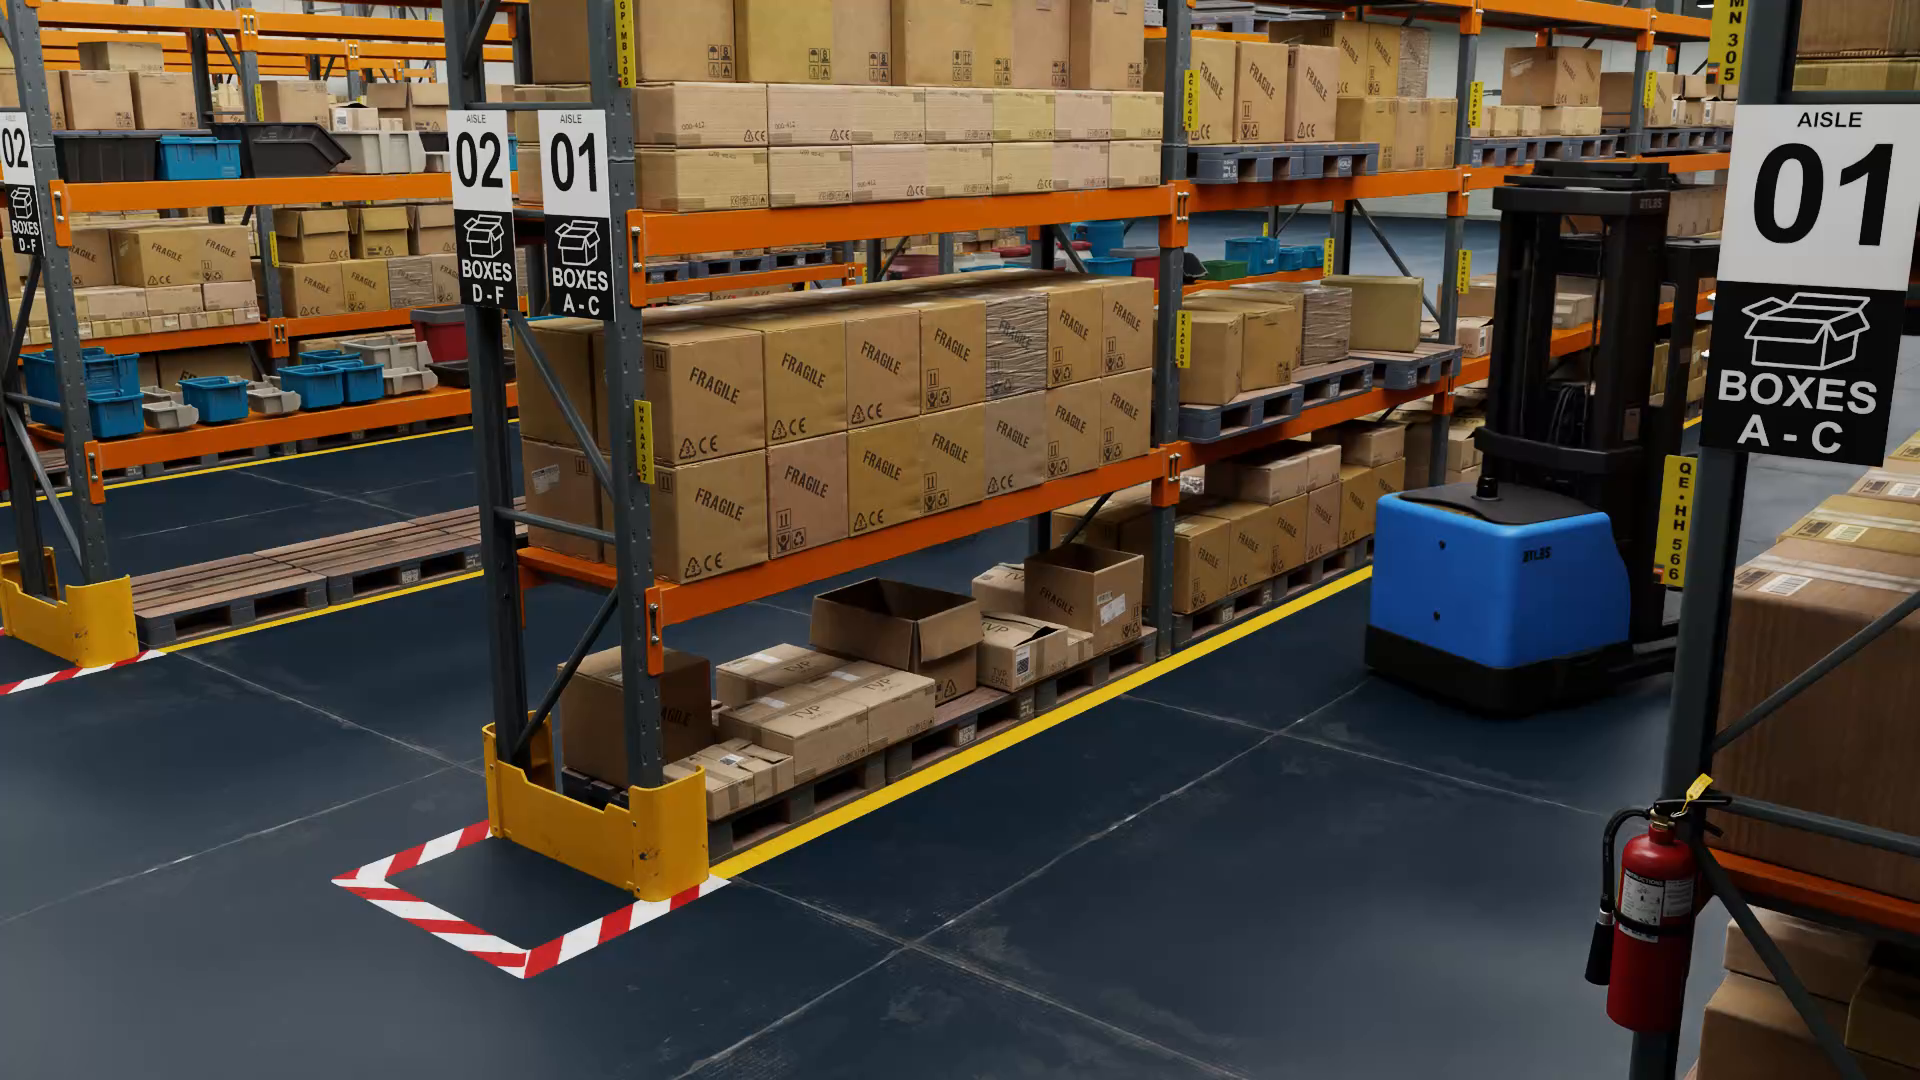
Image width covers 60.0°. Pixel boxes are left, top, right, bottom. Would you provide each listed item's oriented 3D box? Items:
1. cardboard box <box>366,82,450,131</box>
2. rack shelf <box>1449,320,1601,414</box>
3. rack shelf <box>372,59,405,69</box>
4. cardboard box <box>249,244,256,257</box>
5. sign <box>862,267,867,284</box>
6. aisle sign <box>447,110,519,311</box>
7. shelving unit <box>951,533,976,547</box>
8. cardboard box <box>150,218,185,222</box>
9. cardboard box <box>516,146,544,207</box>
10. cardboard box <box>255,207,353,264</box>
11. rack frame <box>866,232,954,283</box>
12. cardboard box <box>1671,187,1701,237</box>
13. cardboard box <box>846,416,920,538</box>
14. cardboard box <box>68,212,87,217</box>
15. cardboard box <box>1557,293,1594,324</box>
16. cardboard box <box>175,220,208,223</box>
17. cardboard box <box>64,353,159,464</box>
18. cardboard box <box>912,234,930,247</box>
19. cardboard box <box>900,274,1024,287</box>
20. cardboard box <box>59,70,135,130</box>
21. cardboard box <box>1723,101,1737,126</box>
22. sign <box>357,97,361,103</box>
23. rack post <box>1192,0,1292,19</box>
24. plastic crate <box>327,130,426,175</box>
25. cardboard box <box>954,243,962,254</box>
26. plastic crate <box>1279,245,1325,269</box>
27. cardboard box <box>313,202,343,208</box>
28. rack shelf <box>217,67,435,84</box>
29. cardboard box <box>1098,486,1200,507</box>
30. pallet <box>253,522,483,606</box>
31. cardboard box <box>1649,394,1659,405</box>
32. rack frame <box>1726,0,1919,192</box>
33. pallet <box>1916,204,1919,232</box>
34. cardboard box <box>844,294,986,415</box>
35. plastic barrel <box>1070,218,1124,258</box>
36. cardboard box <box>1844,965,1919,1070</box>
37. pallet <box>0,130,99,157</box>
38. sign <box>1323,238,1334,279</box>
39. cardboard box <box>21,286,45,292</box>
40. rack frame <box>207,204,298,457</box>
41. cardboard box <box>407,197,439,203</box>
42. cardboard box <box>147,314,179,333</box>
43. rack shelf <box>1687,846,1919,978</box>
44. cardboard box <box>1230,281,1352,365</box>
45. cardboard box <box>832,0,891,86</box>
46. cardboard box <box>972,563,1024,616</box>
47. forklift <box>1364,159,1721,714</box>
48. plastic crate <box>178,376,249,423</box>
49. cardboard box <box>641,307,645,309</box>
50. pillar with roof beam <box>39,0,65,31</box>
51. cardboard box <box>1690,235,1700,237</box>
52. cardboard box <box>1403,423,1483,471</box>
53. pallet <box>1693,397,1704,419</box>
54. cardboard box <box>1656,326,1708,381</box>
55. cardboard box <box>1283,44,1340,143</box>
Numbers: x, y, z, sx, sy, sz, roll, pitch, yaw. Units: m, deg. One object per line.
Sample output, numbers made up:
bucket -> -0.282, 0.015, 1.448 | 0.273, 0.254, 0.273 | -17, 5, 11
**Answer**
cardboard box -> -5.604, -4.427, 17.037 | 0.797, 0.503, 0.637 | 11, 18, 37
rack shelf -> 4.623, -1.614, 14.583 | 1.077, 0.370, 4.000 | 11, 18, 38
rack shelf -> -8.274, -8.354, 28.934 | 1.077, 0.370, 4.000 | 11, 18, 38
cardboard box -> -8.894, -3.572, 20.485 | 0.380, 0.149, 0.250 | 12, 19, 39
sign -> -0.917, -2.510, 16.316 | 0.100, 0.325, 0.005 | 11, 18, 38
aisle sign -> -1.943, -1.342, 6.771 | 0.394, 0.787, 0.004 | 11, 18, 38
shelving unit -> -0.034, -0.499, 12.690 | 0.215, 1.050, 0.252 | 11, 18, 38
cardboard box -> -9.725, -3.861, 20.415 | 0.380, 0.149, 0.250 | 10, 18, 35
cardboard box -> -1.544, -1.568, 7.153 | 0.500, 0.250, 0.500 | 11, 18, 38
cardboard box -> -6.456, -3.006, 16.359 | 0.797, 0.503, 0.637 | 11, 18, 36
rack frame -> -0.485, -2.347, 16.007 | 1.000, 3.000, 0.127 | 11, 18, 38
cardboard box -> 7.415, -3.493, 17.681 | 0.700, 0.500, 0.500 | 11, 18, 38
cardboard box -> -0.540, -0.336, 7.886 | 0.500, 0.500, 0.500 | 11, 18, 37
cardboard box -> -12.800, -4.847, 23.614 | 0.500, 0.500, 0.500 | 11, 18, 38
cardboard box -> 5.604, -2.172, 15.623 | 0.500, 0.250, 0.500 | 13, 19, 41
cardboard box -> -9.228, -3.757, 20.004 | 0.380, 0.149, 0.250 | 12, 19, 40
cardboard box -> -7.894, -1.235, 15.091 | 0.875, 0.875, 0.875 | 11, 18, 38
cardboard box -> -0.915, -4.351, 23.086 | 0.875, 0.500, 0.500 | 11, 18, 38
cardboard box -> 0.013, -1.201, 9.263 | 0.500, 0.500, 0.500 | 11, 18, 36
cardboard box -> -7.638, -3.840, 14.533 | 0.700, 0.500, 0.500 | 12, 19, 40
cardboard box -> 7.875, -4.503, 17.569 | 0.500, 0.250, 0.500 | 11, 18, 38
sign -> -7.711, -5.521, 21.356 | 0.100, 0.325, 0.005 | 11, 18, 38
rack post -> 3.350, -6.374, 19.828 | 0.937, 0.300, 0.954 | 11, 18, 37
plastic crate -> -9.047, -4.520, 20.739 | 20.812, 1.282, 9.301 | 11, 18, 38
cardboard box -> -0.189, -4.134, 23.550 | 0.380, 0.149, 0.250 | 11, 18, 38
plastic crate -> 4.462, -3.665, 21.496 | 0.499, 0.251, 0.616 | 11, 18, 38
cardboard box -> -10.283, -5.492, 26.727 | 0.500, 0.500, 0.500 | 12, 19, 39
rack shelf -> -12.137, -8.929, 32.004 | 1.077, 0.370, 4.000 | 11, 18, 38
cardboard box -> 1.256, -0.048, 11.139 | 0.500, 0.500, 0.500 | 11, 18, 38
pallet -> -4.197, 0.152, 11.833 | 1.003, 0.211, 1.213 | 11, 18, 38
cardboard box -> 6.725, -1.354, 16.827 | 0.500, 0.250, 0.500 | 11, 18, 38
rack frame -> 2.193, -2.190, 3.202 | 1.000, 3.000, 0.127 | 11, 18, 38
pallet -> 2.651, -0.837, 4.148 | 1.003, 0.211, 1.213 | 11, 18, 38
cardboard box -> -0.219, -0.919, 8.150 | 0.500, 0.500, 0.500 | 11, 18, 37
plastic barrel -> 1.551, -3.329, 18.854 | 0.600, 0.901, 0.708 | 11, 18, 38
cardboard box -> 2.632, 1.317, 4.490 | 0.380, 0.149, 0.250 | 11, 18, 38
pallet -> -8.141, -3.371, 14.124 | 1.003, 0.211, 1.213 | 11, 18, 38
sign -> 2.932, -2.226, 13.179 | 0.100, 0.325, 0.005 | 11, 18, 38
cardboard box -> -8.304, -2.082, 14.663 | 0.500, 0.250, 0.500 | 11, 18, 38
rack frame -> -6.851, -2.348, 16.008 | 1.000, 3.000, 0.127 | 11, 18, 38
cardboard box -> -7.525, -4.615, 22.700 | 0.700, 0.500, 0.500 | 11, 18, 37
cardboard box -> -7.273, -1.969, 15.028 | 0.380, 0.149, 0.250 | 12, 18, 39
rack shelf -> 3.450, 0.684, 5.537 | 1.077, 0.370, 4.000 | 11, 18, 38
cardboard box -> 2.334, -1.548, 11.806 | 0.500, 0.500, 0.700 | -12, 18, -39
cardboard box -> -0.741, -2.331, 7.616 | 0.700, 0.500, 0.500 | 11, 18, 38
cardboard box -> 0.420, 0.323, 10.063 | 0.500, 0.311, 0.500 | 11, 18, 38
forklift -> 3.893, -0.724, 9.756 | 3.031, 2.935, 1.130 | -8, 17, -30
plastic crate -> -4.688, -0.885, 10.471 | 0.416, 0.233, 0.300 | 11, 18, 38
cardboard box -> -3.939, -2.612, 19.708 | 0.500, 0.250, 0.500 | 12, 19, 40
pillar with roof beam -> -12.441, -8.045, 26.252 | 9.100, 9.000, 0.400 | 11, 18, 38
cardboard box -> 7.653, -3.175, 17.743 | 0.380, 0.149, 0.250 | 12, 19, 39
cardboard box -> 3.923, -0.777, 13.420 | 0.500, 0.311, 0.500 | 12, 19, 39
pallet -> 7.946, -1.608, 18.759 | 1.003, 0.211, 1.213 | 11, 18, 38
cardboard box -> 7.671, -2.004, 17.863 | 0.500, 0.500, 0.500 | 11, 18, 38
cardboard box -> 2.062, -2.909, 10.867 | 0.600, 0.600, 0.600 | 10, 18, 35
